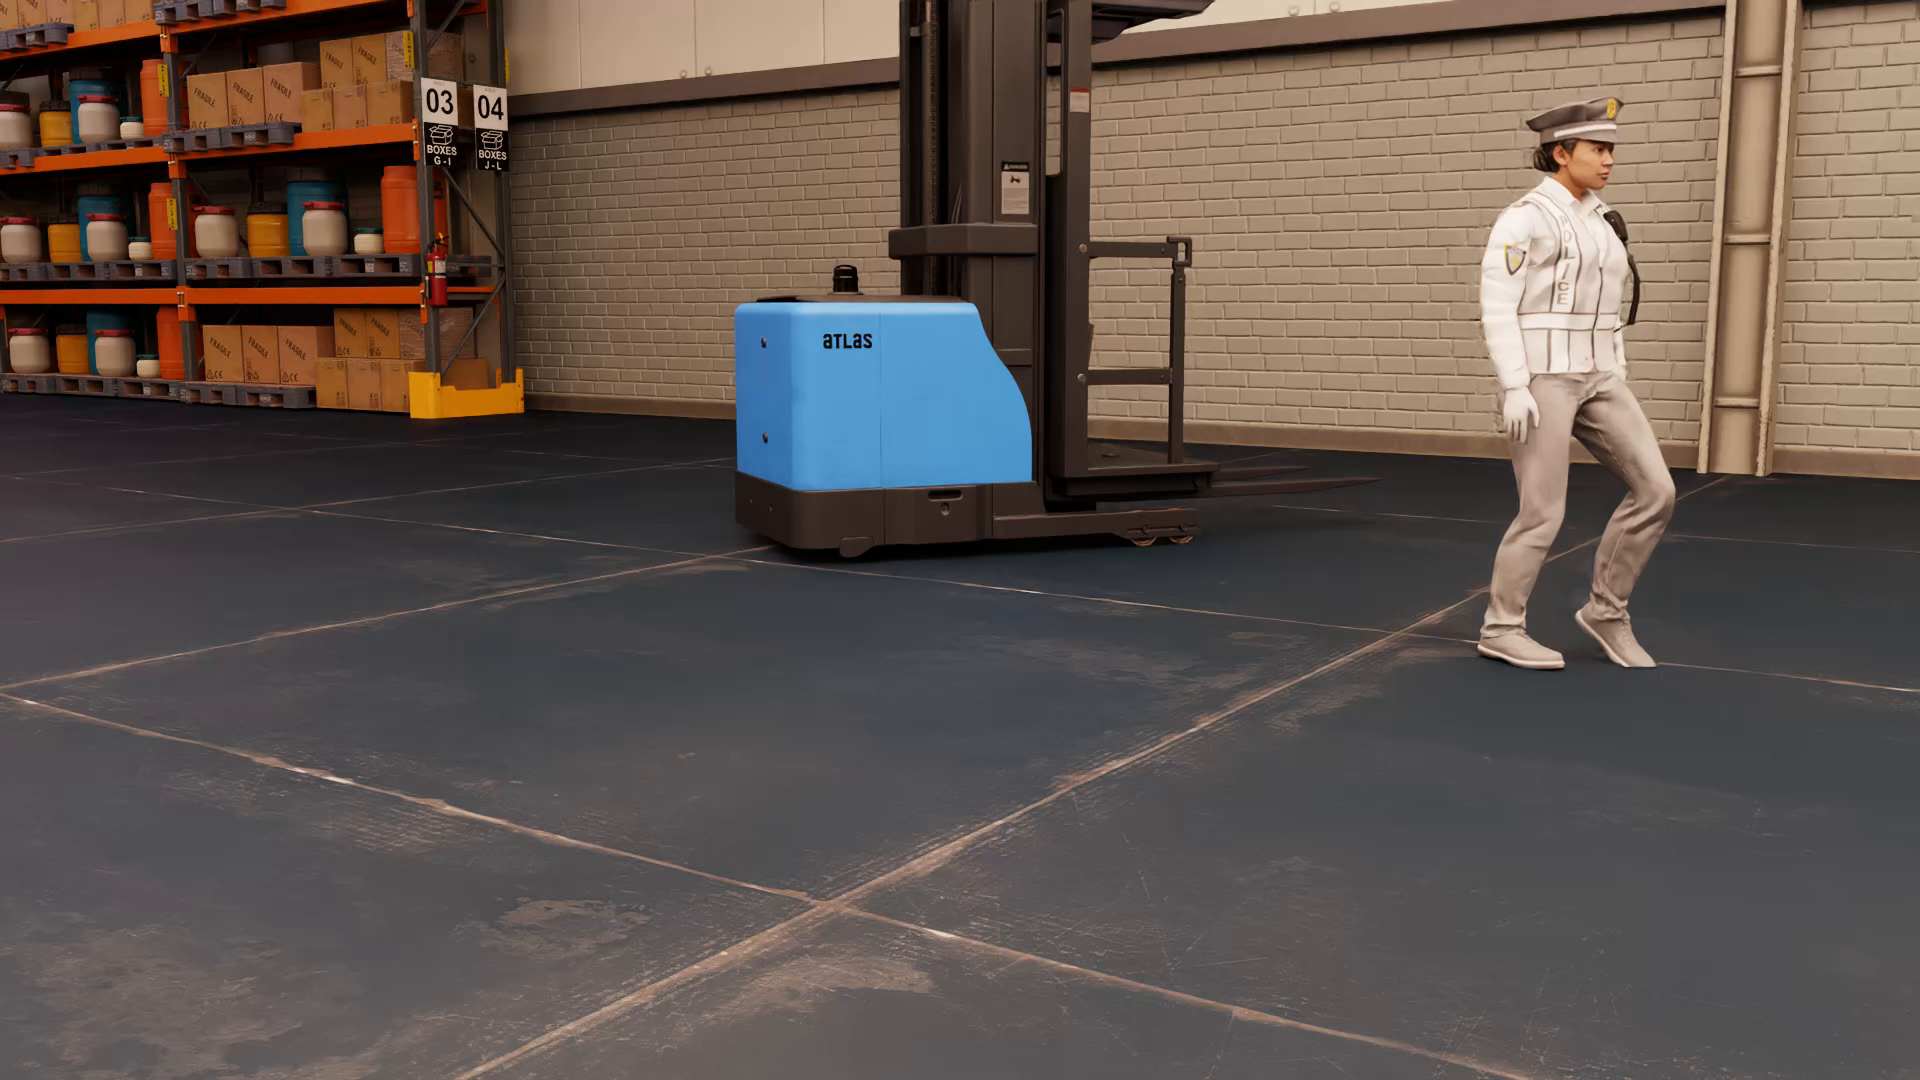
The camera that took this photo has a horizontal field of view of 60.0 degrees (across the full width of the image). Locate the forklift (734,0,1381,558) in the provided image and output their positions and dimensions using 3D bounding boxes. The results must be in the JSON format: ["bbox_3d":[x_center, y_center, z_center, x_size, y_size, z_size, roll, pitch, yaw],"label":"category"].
[{"bbox_3d":[0.529,-1.487,7.650,3.031,2.935,1.130,-3,9,-23],"label":"forklift"}]

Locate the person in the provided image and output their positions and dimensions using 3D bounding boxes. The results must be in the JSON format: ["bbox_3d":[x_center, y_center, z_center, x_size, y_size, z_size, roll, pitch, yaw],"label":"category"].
[{"bbox_3d":[1.795,-0.423,4.863,0.595,1.693,0.462,-5,10,-33],"label":"person"}]
